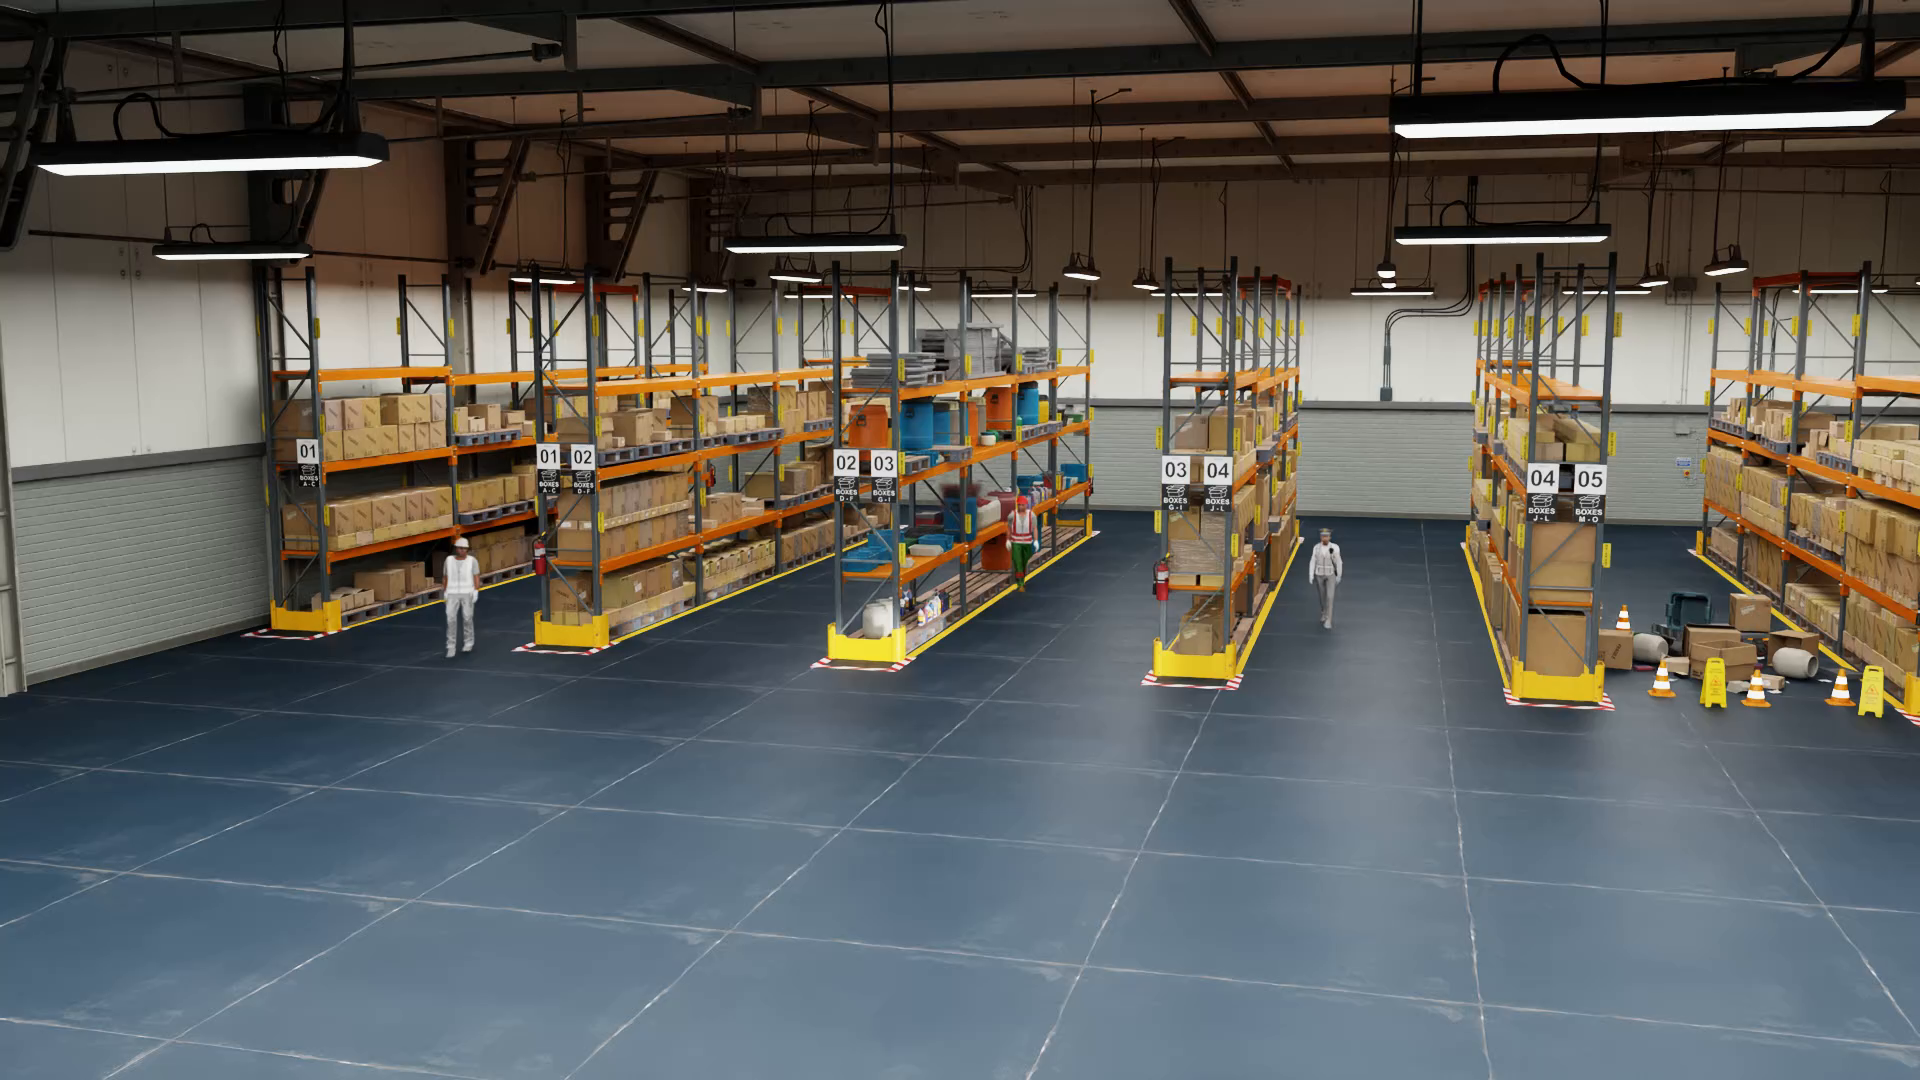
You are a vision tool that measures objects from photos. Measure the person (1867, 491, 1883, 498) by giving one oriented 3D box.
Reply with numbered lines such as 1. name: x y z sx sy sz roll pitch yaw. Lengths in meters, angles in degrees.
1. person: 21.428 -0.773 38.875 0.472 1.664 0.482 1 7 4

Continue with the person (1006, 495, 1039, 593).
1. person: 1.125 0.047 29.813 0.538 1.718 1.077 -1 7 -11

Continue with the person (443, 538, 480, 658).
1. person: -7.713 0.890 25.674 0.570 1.814 0.680 -1 7 -11

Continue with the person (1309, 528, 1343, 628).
1. person: 6.163 0.610 28.089 0.526 1.635 0.908 3 8 22
